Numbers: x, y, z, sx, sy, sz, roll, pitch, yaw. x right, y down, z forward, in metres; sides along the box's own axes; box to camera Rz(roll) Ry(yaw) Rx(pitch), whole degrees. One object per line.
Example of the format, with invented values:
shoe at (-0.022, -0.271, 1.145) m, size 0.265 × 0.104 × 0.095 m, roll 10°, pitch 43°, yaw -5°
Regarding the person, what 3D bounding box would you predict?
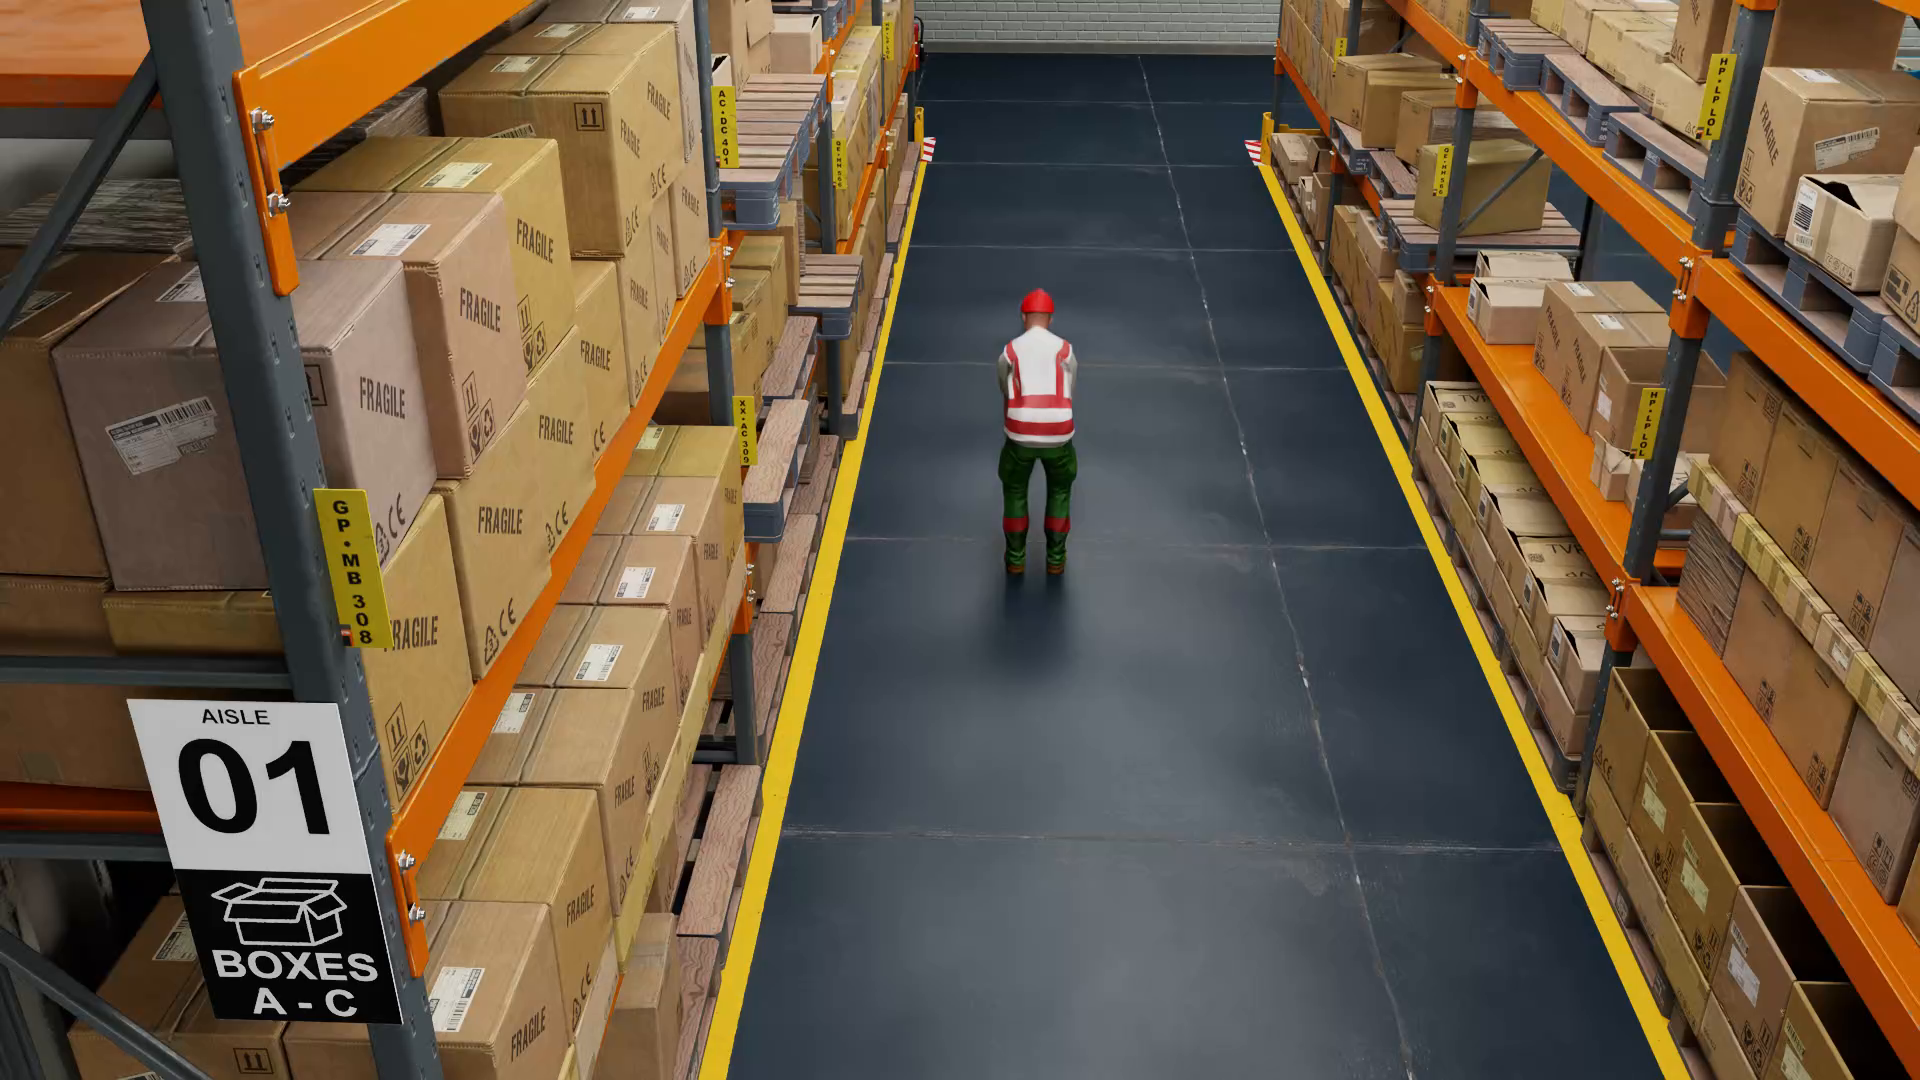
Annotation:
person at (0.461, -0.646, 9.966) m, size 0.482 × 1.654 × 0.715 m, roll 0°, pitch 28°, yaw 1°
